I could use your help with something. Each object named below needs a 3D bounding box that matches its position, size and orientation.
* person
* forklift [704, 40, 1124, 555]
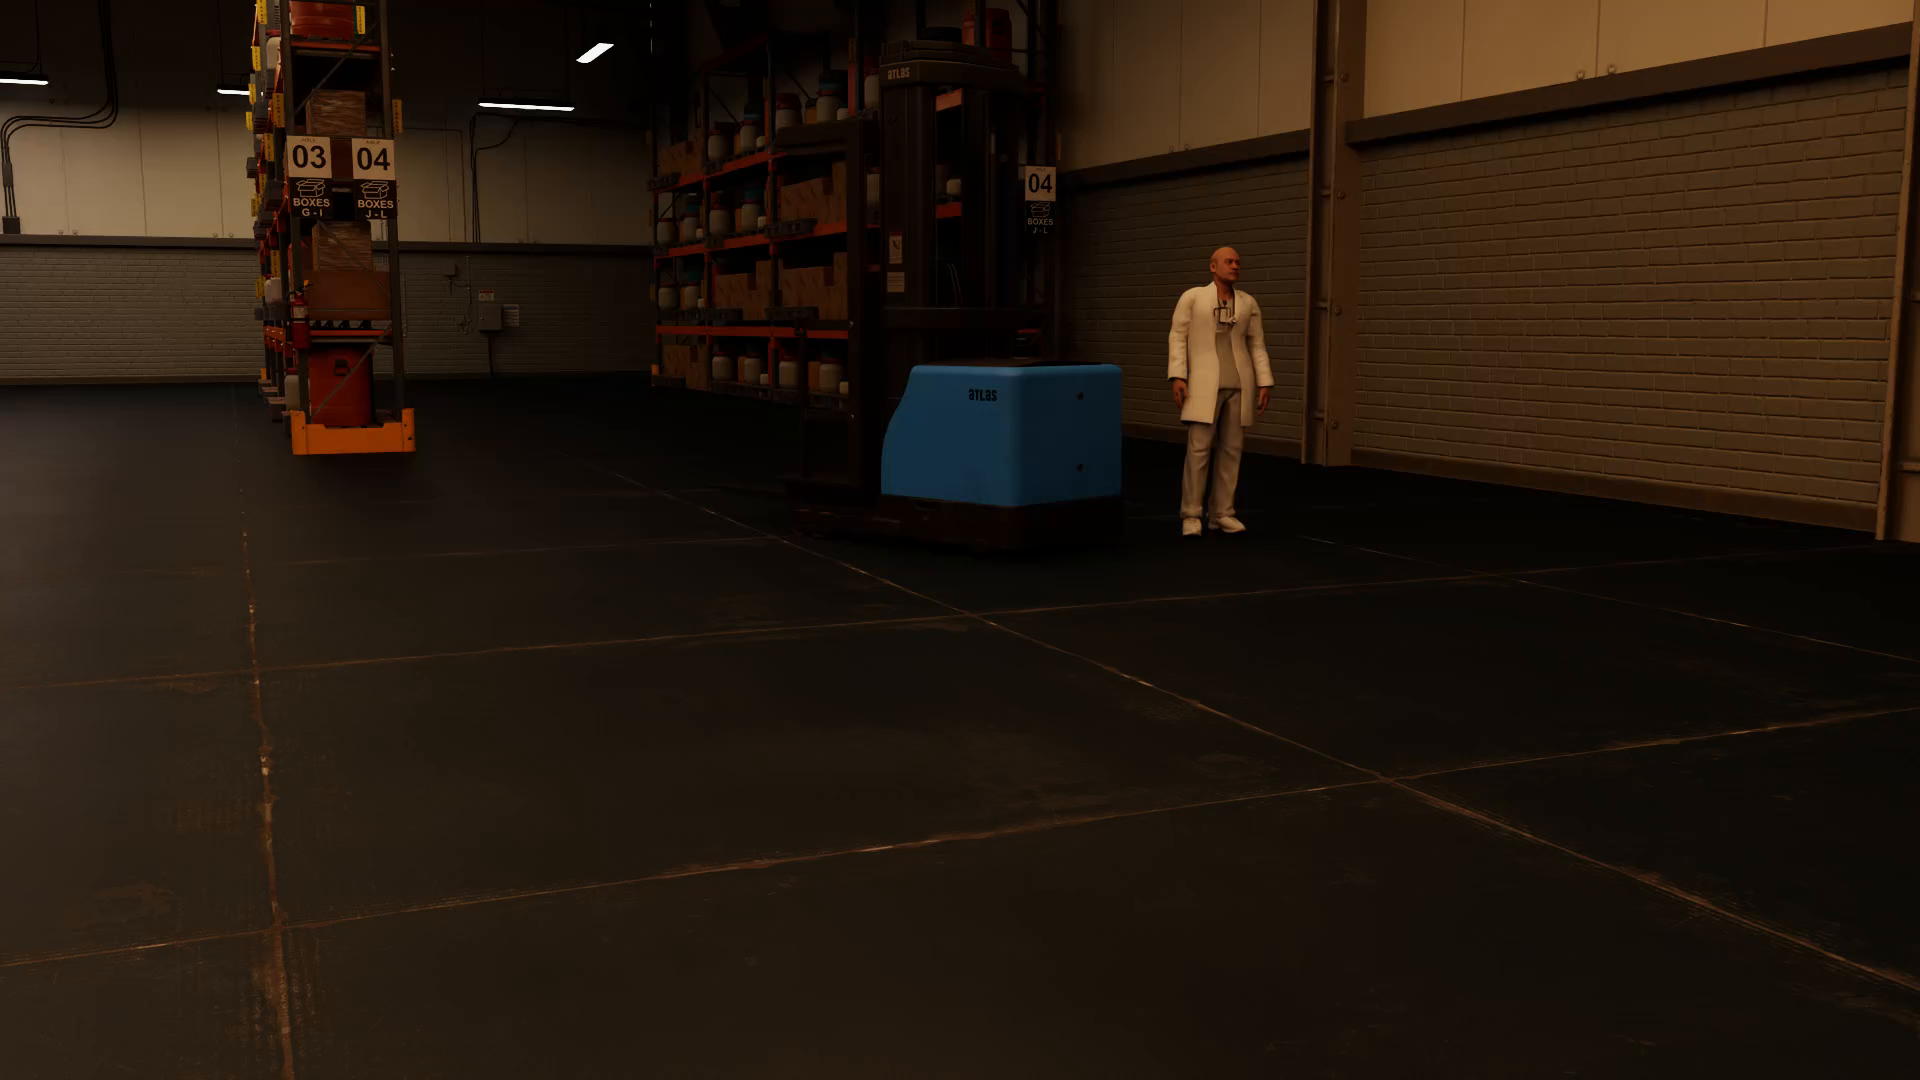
[{"bbox_3d":[1.652,-0.931,10.358,0.695,1.776,0.580,-1,8,-11],"label":"person"},{"bbox_3d":[-0.436,-1.509,10.383,3.031,2.935,1.130,7,10,44],"label":"forklift"}]
